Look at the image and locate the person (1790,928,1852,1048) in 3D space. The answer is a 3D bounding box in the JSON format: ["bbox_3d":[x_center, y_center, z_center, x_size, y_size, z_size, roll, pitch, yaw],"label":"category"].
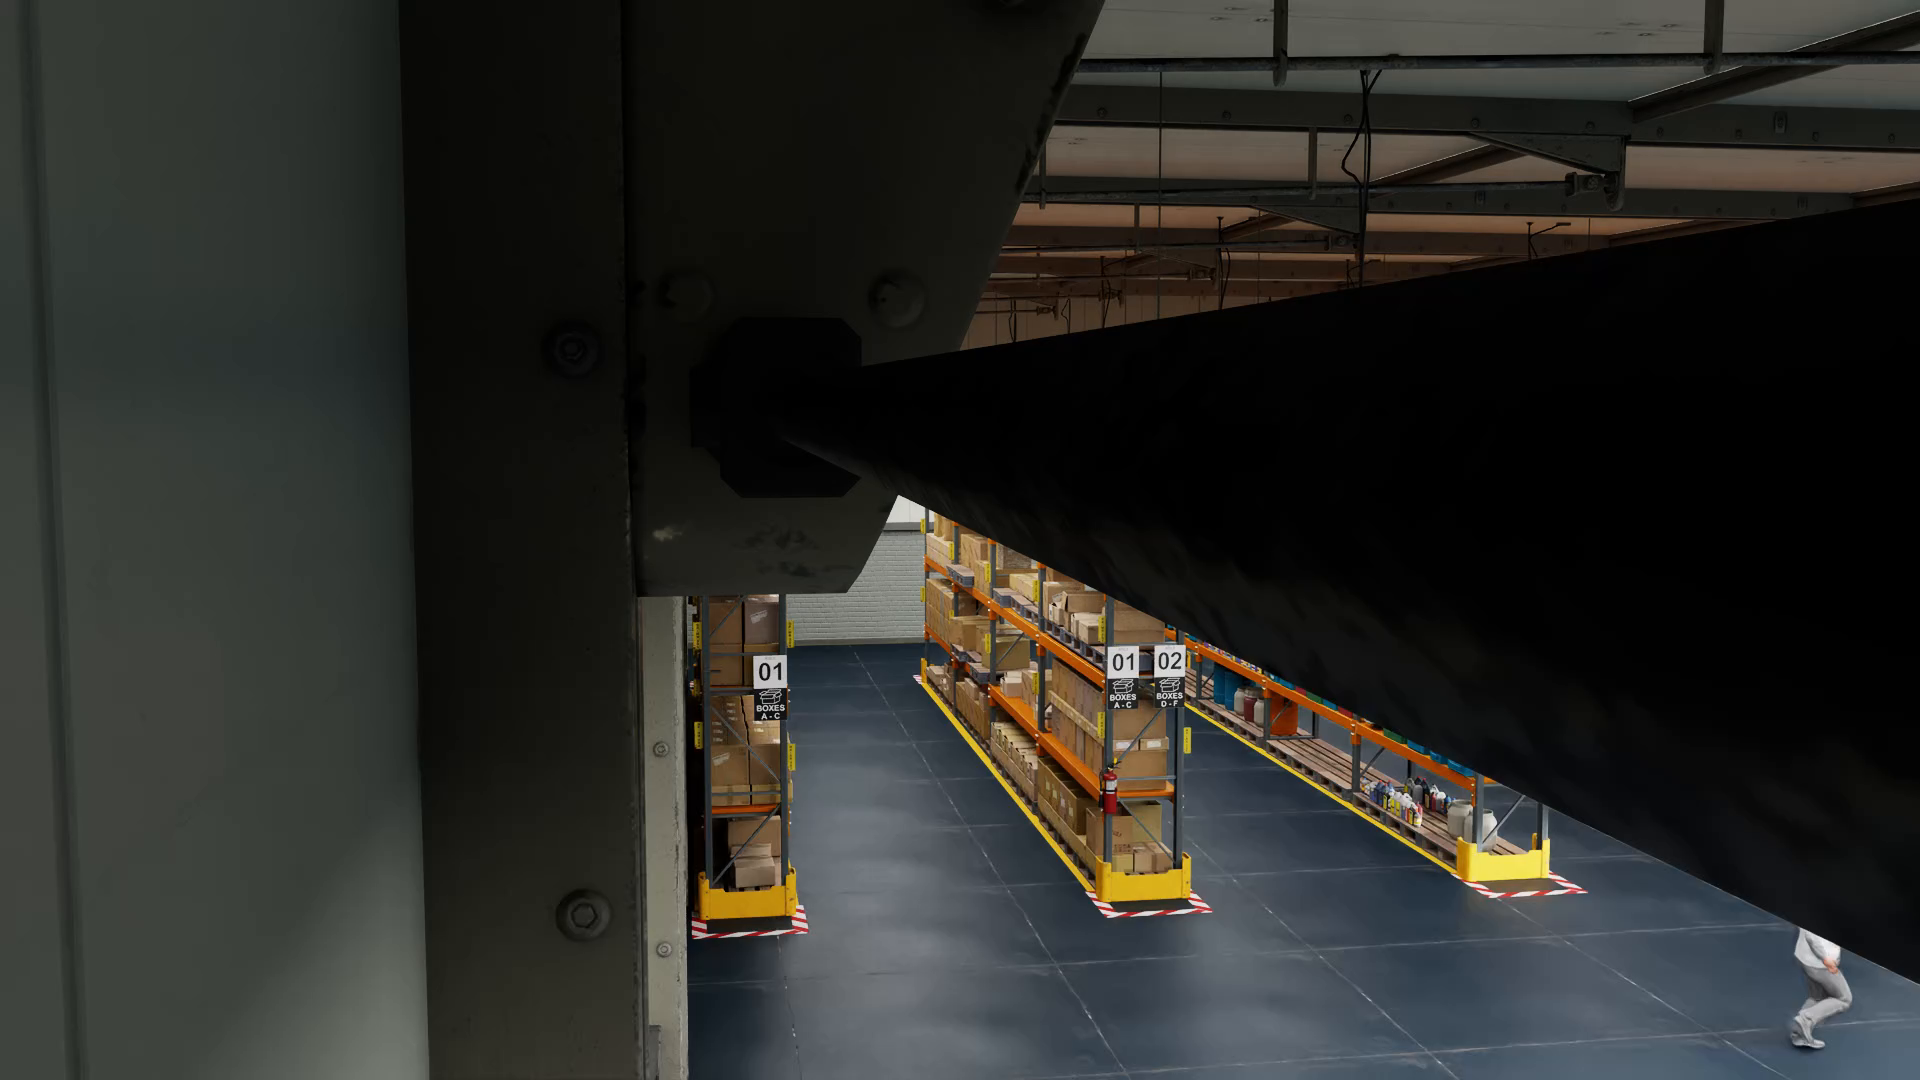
[{"bbox_3d":[8.330,4.056,16.034,0.557,1.732,0.650,1,5,6],"label":"person"}]
